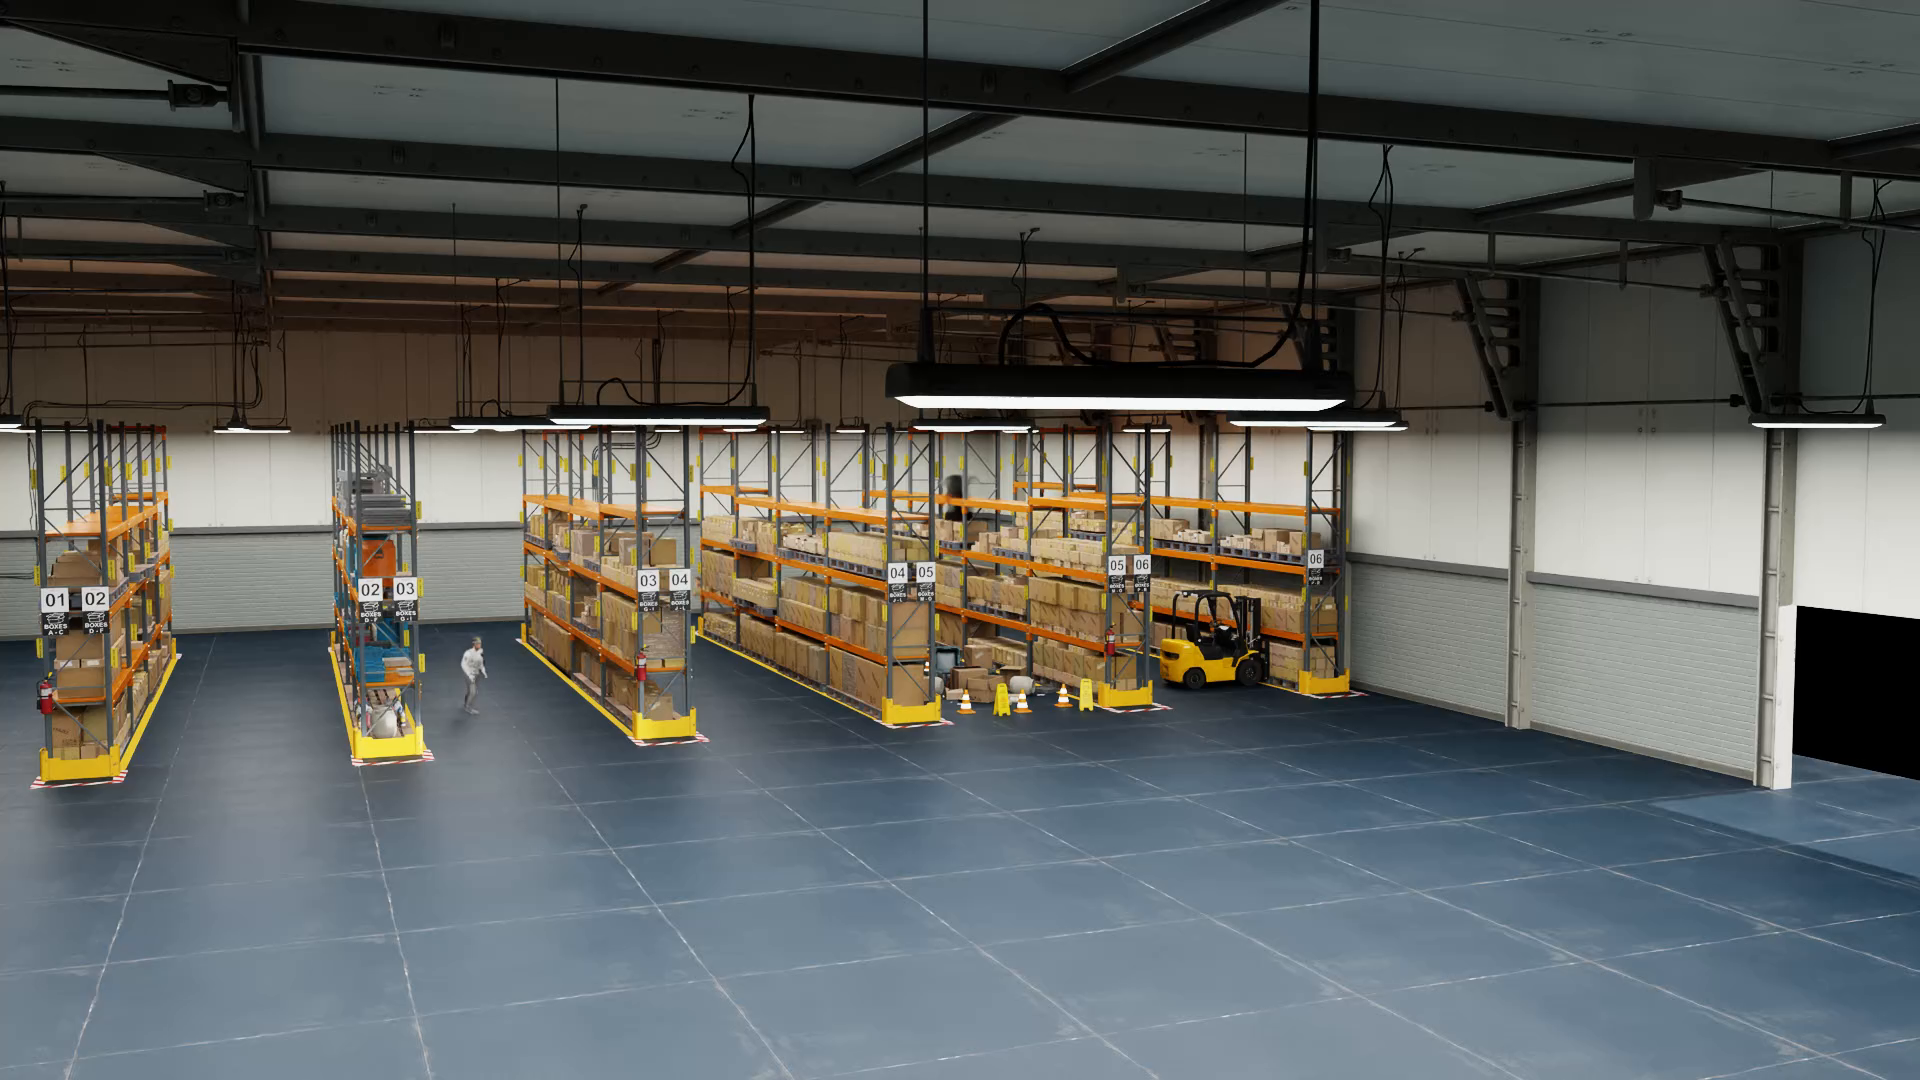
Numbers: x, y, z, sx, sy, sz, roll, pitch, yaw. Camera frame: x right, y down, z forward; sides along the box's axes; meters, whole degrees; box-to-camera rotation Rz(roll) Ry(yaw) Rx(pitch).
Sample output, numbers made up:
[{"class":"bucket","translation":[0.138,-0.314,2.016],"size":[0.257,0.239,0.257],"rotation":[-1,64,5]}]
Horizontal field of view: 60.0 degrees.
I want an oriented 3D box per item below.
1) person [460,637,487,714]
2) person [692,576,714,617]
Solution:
[{"class":"person","translation":[-10.110,2.790,34.322],"size":[0.730,1.624,0.606],"rotation":[2,4,24]},{"class":"person","translation":[-7.546,1.872,49.101],"size":[0.570,1.621,0.925],"rotation":[3,5,42]}]
